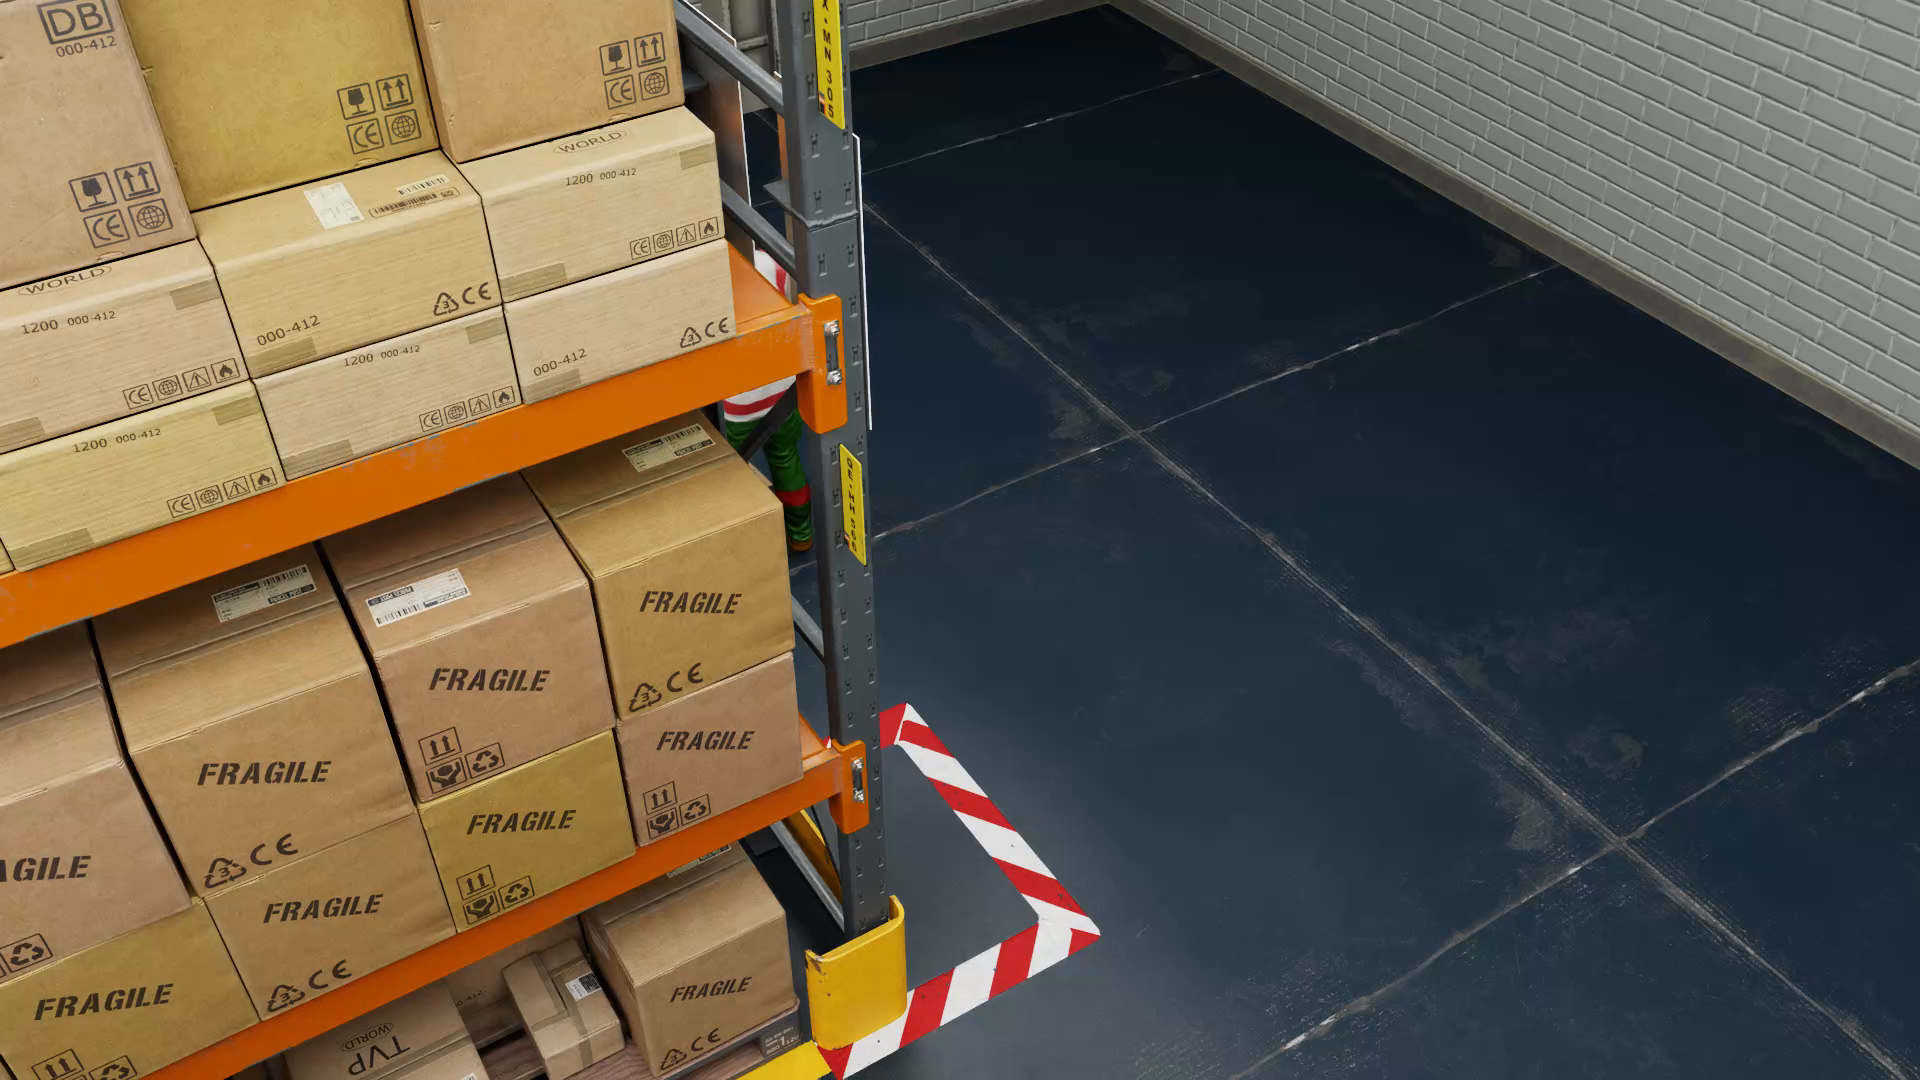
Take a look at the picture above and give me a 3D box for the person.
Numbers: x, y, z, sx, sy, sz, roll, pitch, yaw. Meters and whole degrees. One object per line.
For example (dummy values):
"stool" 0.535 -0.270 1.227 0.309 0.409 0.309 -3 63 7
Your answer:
"person" -0.893 -0.624 6.879 0.611 1.778 0.451 -25 46 -26
